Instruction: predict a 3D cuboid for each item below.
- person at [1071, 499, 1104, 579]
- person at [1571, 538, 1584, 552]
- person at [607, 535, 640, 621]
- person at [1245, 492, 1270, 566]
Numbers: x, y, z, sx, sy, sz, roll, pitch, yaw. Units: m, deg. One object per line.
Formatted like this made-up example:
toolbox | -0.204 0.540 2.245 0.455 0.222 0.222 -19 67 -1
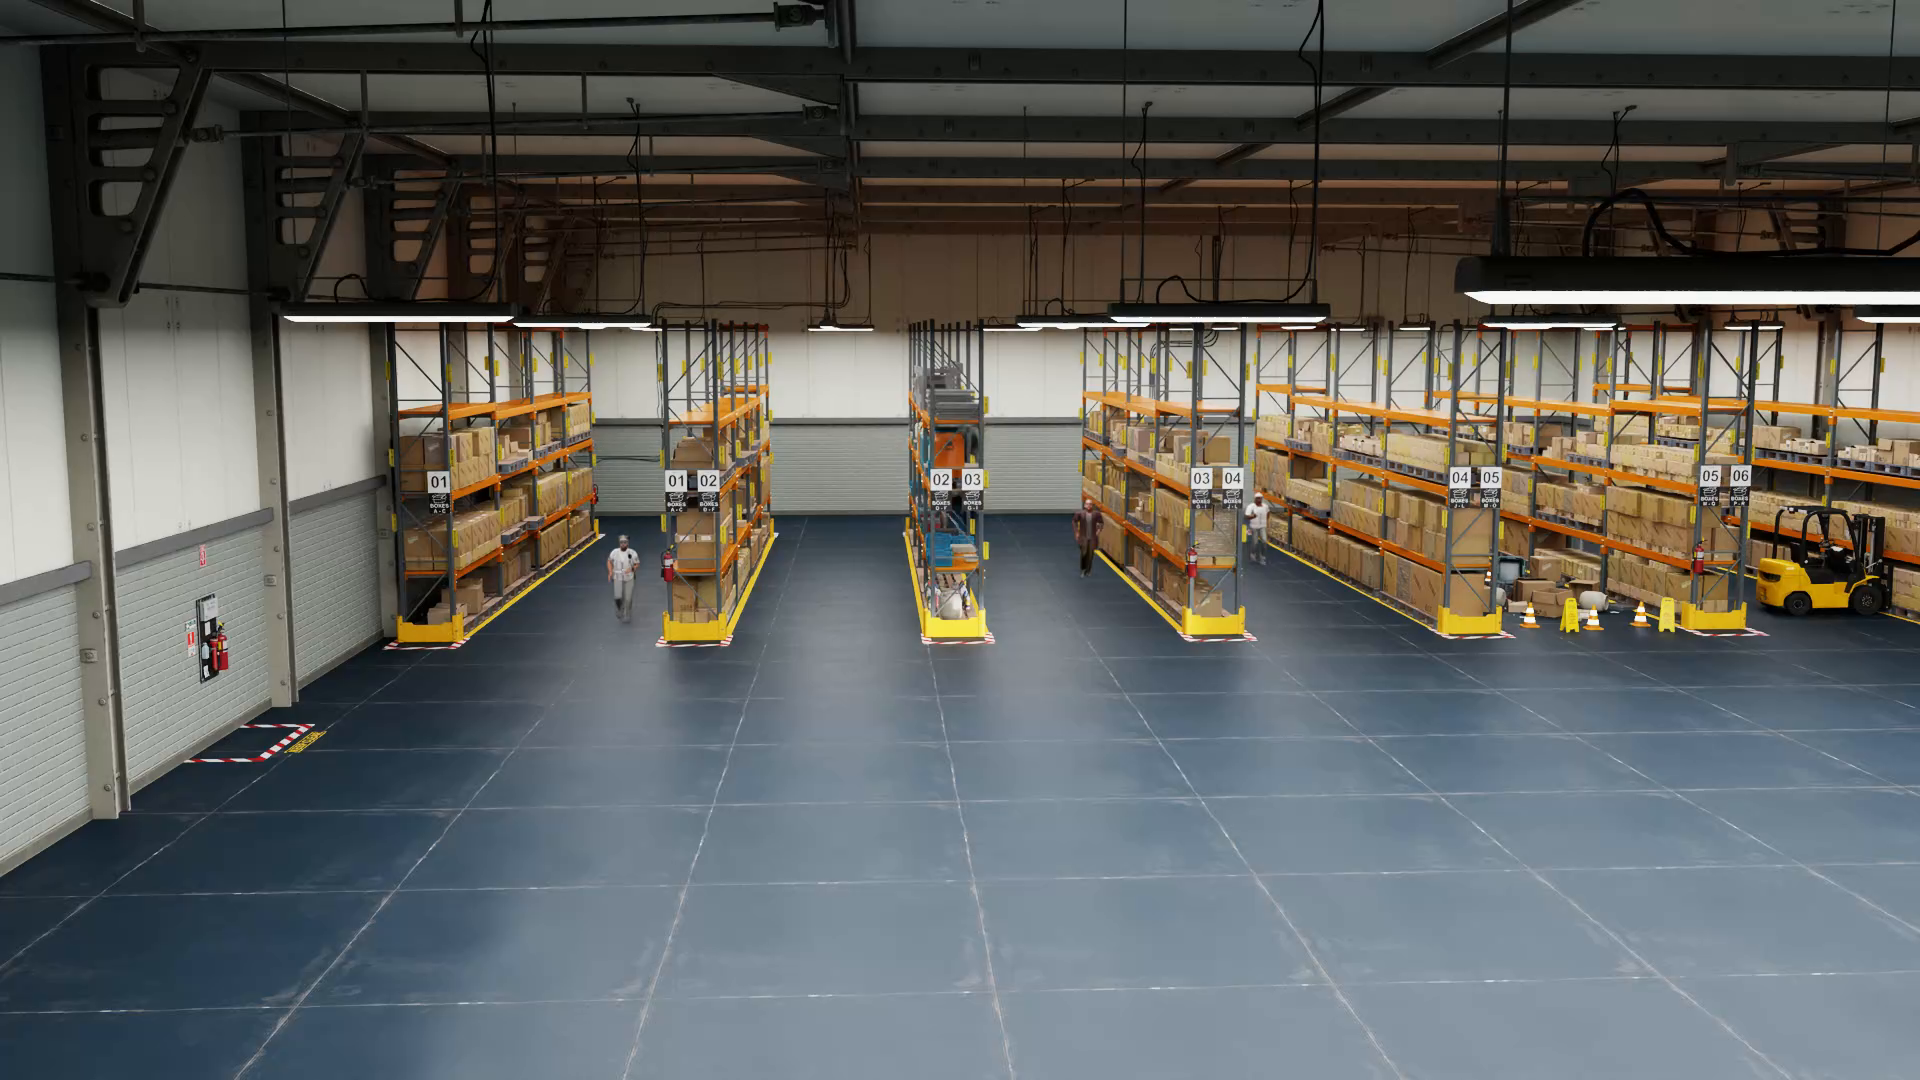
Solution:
person | 2.875 -0.011 37.164 0.717 1.795 0.644 0 7 -4
person | 15.865 -0.321 42.669 0.512 1.638 0.807 0 7 1
person | -6.706 0.772 33.123 0.651 1.729 0.602 -1 7 -8
person | 7.456 -0.282 41.549 0.674 1.823 0.729 0 7 -4
